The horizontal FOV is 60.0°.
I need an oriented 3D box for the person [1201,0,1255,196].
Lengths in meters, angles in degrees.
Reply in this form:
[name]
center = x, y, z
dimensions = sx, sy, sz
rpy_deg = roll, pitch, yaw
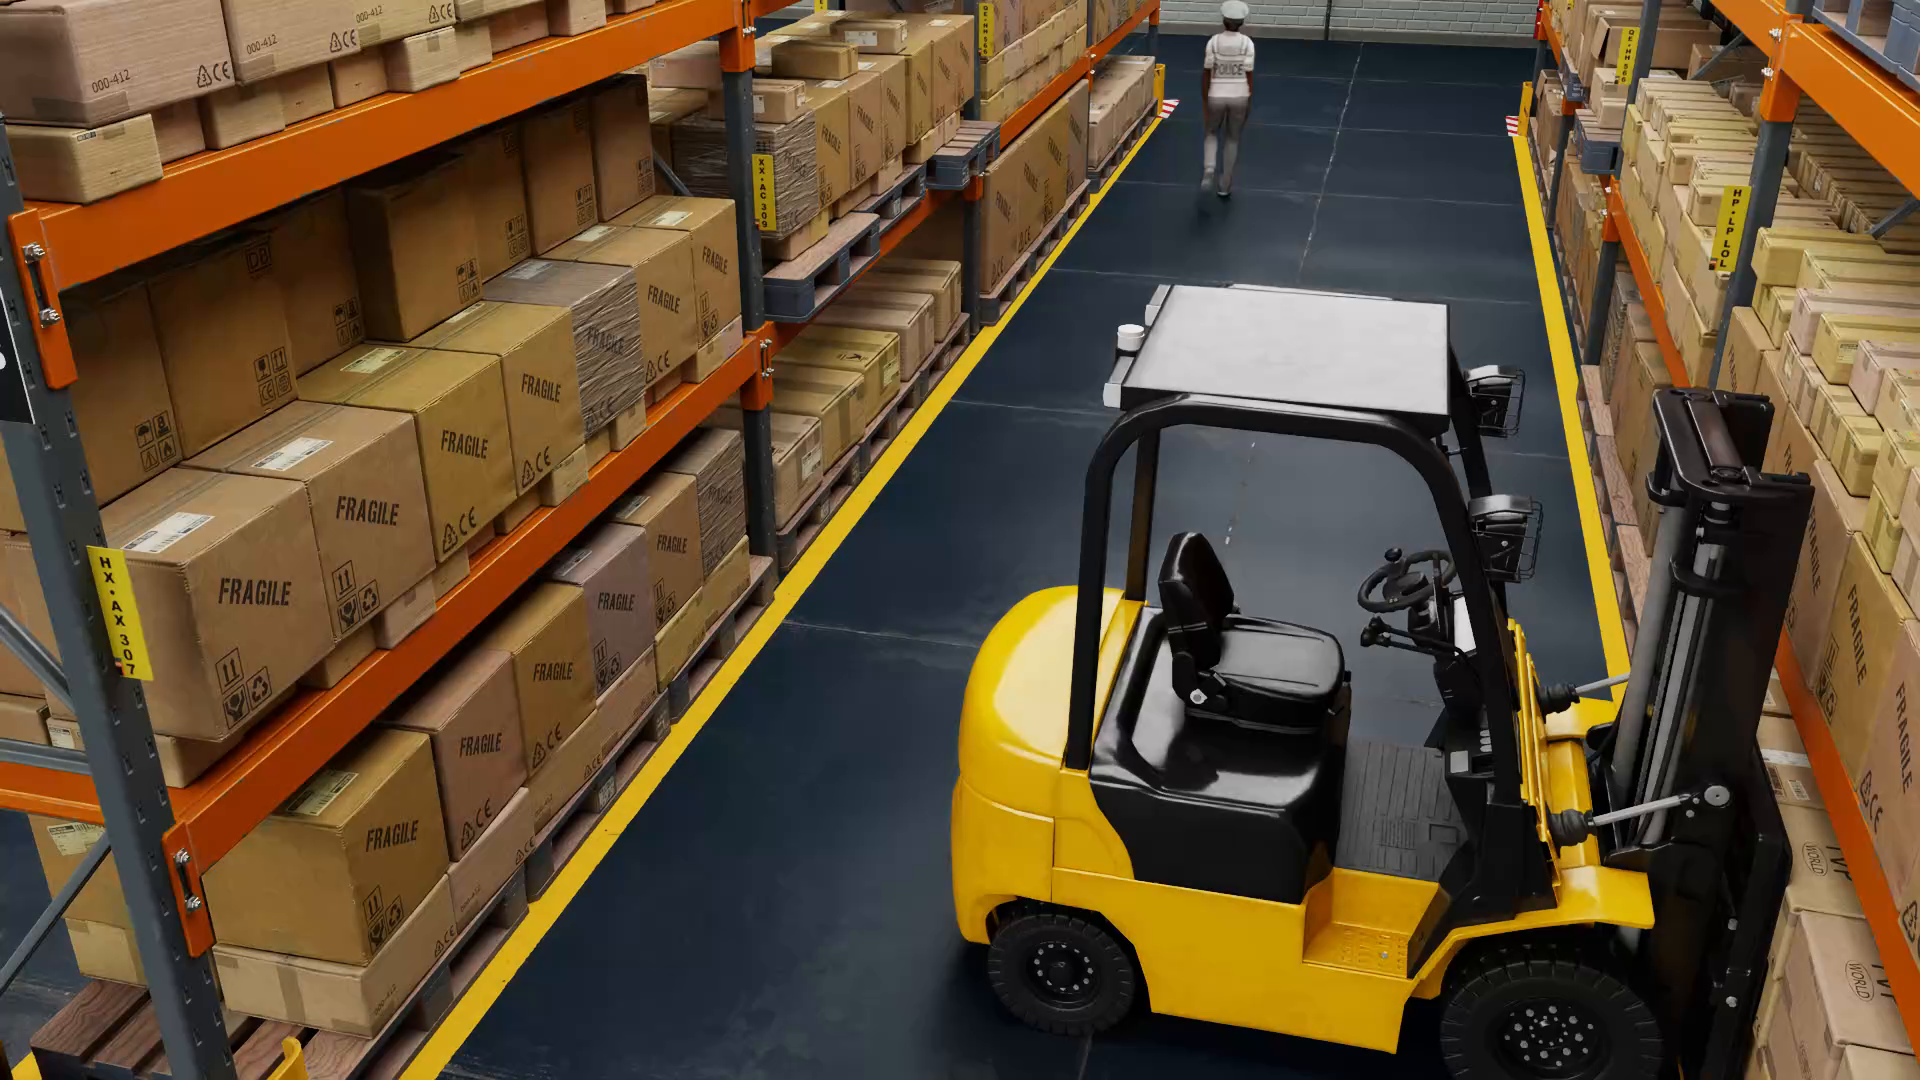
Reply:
[person]
center = 2.356, -3.896, 14.694
dimensions = 0.442, 1.678, 0.444
rpy_deg = 6, 26, 13
